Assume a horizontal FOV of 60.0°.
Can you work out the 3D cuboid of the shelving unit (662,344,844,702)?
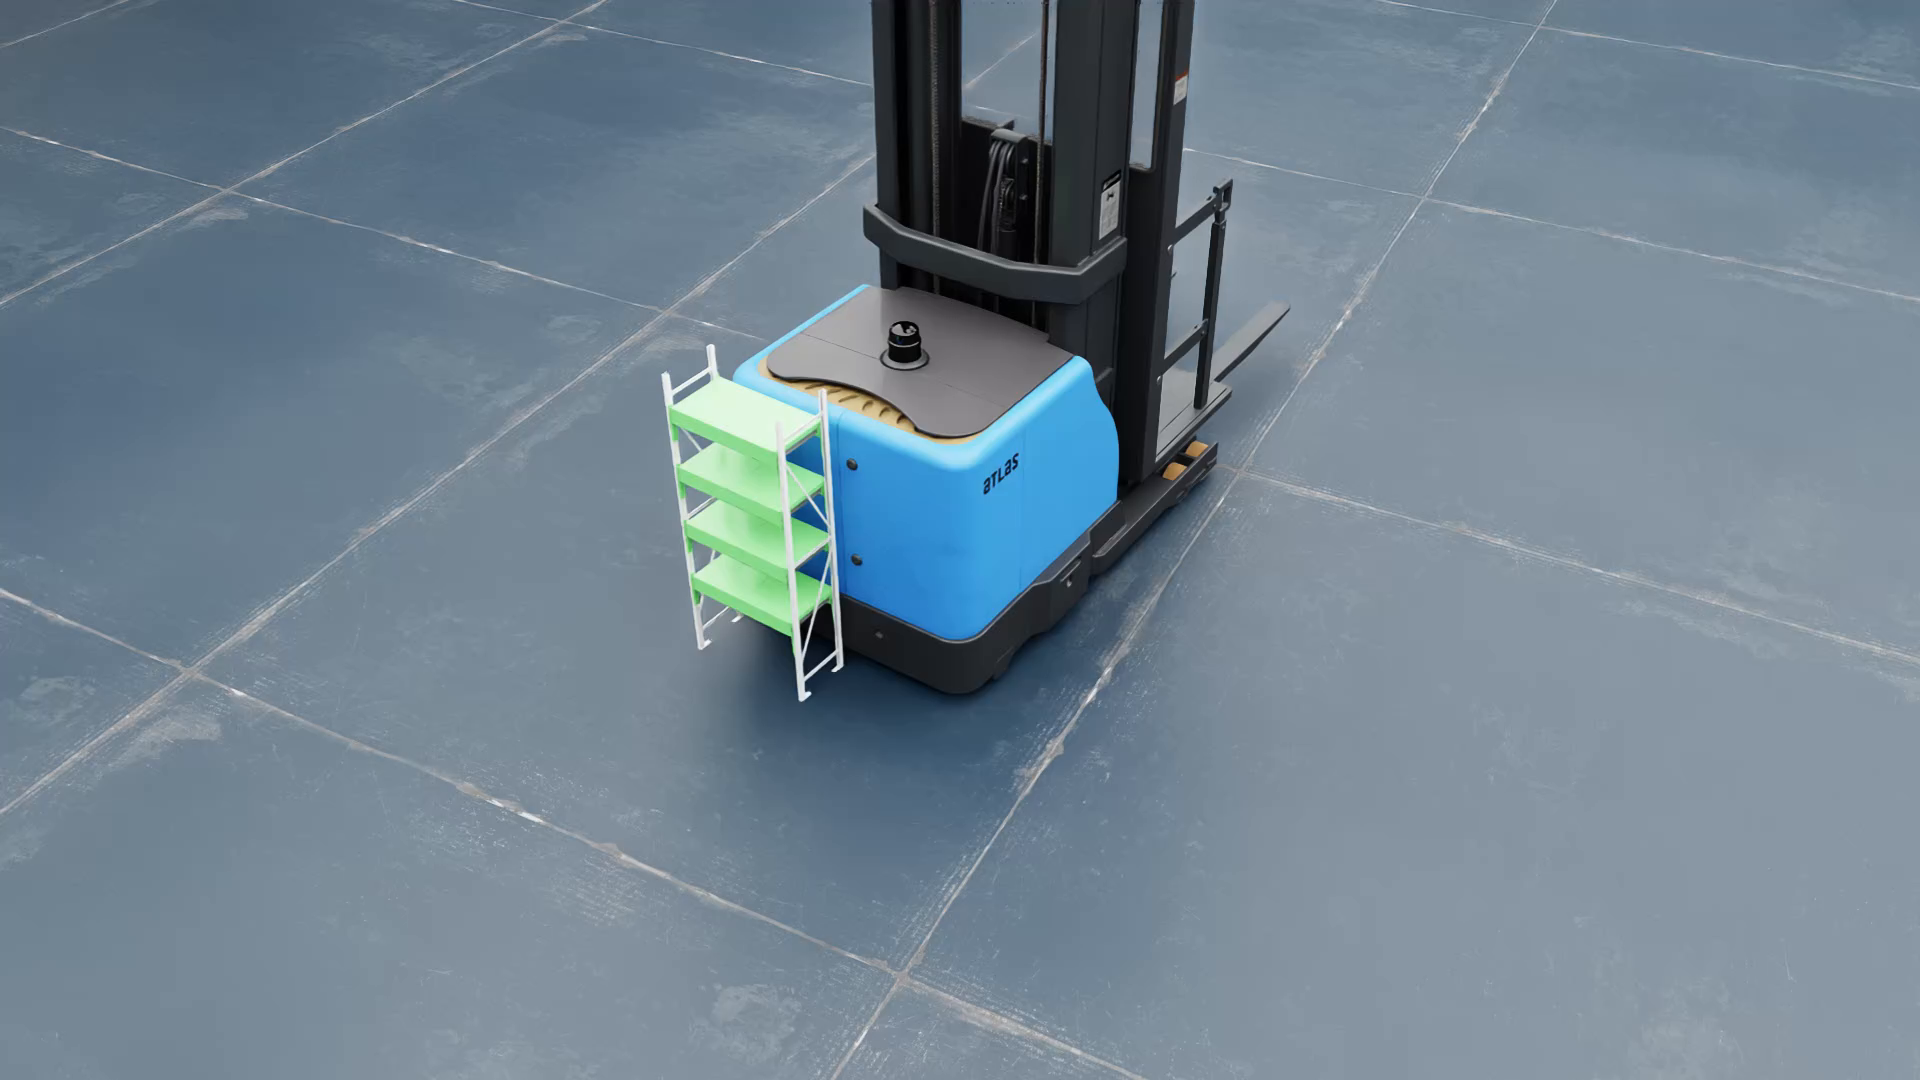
[{"bbox_3d":[-0.706,-0.040,5.808,0.503,1.200,0.258,23,43,28],"label":"shelving unit"}]

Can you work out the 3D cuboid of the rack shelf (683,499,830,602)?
[{"bbox_3d":[-0.706,0.011,5.847,0.480,0.148,0.258,23,43,28],"label":"rack shelf"}]

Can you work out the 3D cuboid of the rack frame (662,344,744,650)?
[{"bbox_3d":[-0.905,-0.126,5.921,0.015,1.200,0.240,23,43,28],"label":"rack frame"}]

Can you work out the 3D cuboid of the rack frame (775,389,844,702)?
[{"bbox_3d":[-0.508,0.046,5.695,0.015,1.200,0.240,23,43,28],"label":"rack frame"}]

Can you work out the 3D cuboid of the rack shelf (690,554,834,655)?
[{"bbox_3d":[-0.705,0.201,5.994,0.480,0.148,0.258,23,43,28],"label":"rack shelf"}]

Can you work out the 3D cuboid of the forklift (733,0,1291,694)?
[{"bbox_3d":[0.438,-1.472,6.265,1.130,2.935,3.031,22,43,27],"label":"forklift"}]

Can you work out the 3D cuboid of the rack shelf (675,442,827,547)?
[{"bbox_3d":[-0.707,-0.179,5.701,0.480,0.148,0.258,23,43,28],"label":"rack shelf"}]

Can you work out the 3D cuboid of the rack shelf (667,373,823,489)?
[{"bbox_3d":[-0.708,-0.370,5.554,0.480,0.148,0.258,23,43,28],"label":"rack shelf"}]
